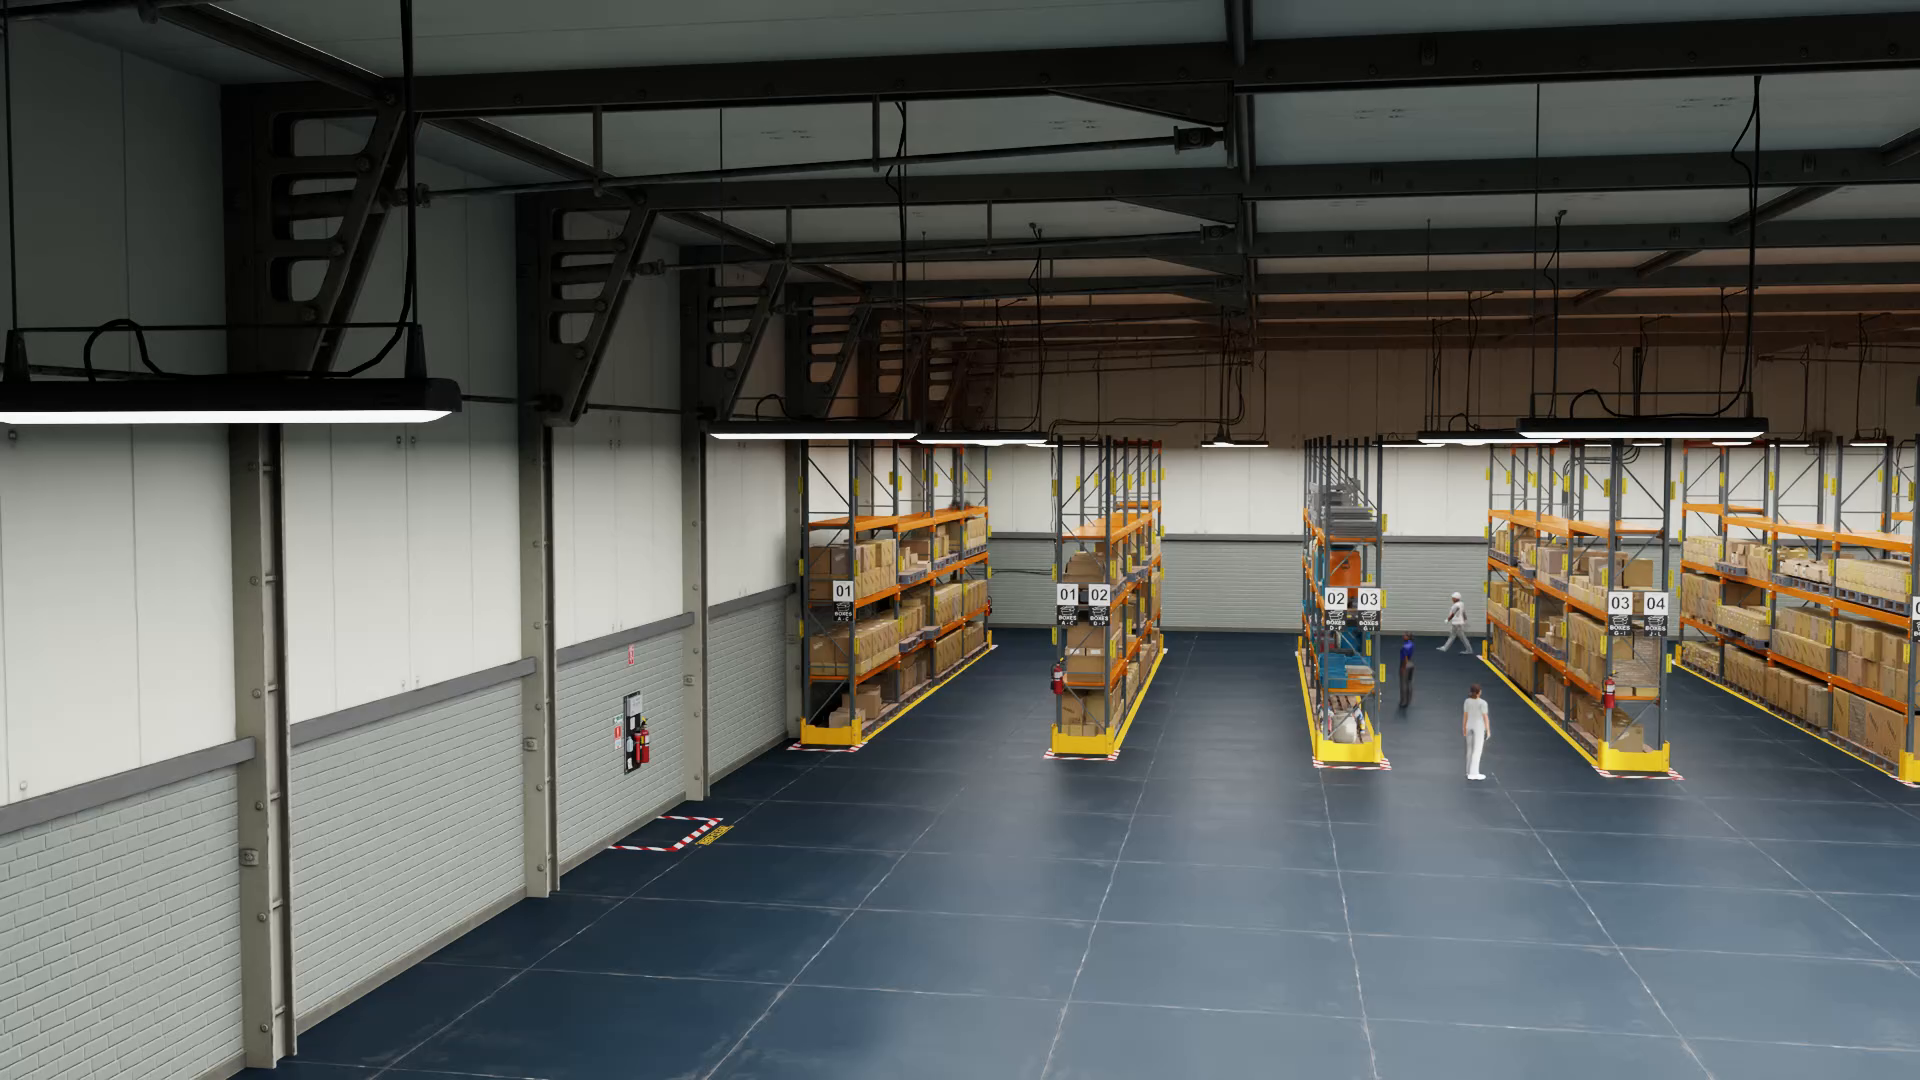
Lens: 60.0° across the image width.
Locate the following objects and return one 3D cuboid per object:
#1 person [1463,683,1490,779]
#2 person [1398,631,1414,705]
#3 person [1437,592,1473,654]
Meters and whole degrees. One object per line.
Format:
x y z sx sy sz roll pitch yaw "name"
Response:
9.047 3.322 29.001 0.519 1.678 0.491 -2 4 -36 "person"
10.004 2.876 37.410 0.391 1.664 0.447 2 4 39 "person"
13.871 2.321 46.568 0.984 1.728 0.632 1 3 19 "person"
